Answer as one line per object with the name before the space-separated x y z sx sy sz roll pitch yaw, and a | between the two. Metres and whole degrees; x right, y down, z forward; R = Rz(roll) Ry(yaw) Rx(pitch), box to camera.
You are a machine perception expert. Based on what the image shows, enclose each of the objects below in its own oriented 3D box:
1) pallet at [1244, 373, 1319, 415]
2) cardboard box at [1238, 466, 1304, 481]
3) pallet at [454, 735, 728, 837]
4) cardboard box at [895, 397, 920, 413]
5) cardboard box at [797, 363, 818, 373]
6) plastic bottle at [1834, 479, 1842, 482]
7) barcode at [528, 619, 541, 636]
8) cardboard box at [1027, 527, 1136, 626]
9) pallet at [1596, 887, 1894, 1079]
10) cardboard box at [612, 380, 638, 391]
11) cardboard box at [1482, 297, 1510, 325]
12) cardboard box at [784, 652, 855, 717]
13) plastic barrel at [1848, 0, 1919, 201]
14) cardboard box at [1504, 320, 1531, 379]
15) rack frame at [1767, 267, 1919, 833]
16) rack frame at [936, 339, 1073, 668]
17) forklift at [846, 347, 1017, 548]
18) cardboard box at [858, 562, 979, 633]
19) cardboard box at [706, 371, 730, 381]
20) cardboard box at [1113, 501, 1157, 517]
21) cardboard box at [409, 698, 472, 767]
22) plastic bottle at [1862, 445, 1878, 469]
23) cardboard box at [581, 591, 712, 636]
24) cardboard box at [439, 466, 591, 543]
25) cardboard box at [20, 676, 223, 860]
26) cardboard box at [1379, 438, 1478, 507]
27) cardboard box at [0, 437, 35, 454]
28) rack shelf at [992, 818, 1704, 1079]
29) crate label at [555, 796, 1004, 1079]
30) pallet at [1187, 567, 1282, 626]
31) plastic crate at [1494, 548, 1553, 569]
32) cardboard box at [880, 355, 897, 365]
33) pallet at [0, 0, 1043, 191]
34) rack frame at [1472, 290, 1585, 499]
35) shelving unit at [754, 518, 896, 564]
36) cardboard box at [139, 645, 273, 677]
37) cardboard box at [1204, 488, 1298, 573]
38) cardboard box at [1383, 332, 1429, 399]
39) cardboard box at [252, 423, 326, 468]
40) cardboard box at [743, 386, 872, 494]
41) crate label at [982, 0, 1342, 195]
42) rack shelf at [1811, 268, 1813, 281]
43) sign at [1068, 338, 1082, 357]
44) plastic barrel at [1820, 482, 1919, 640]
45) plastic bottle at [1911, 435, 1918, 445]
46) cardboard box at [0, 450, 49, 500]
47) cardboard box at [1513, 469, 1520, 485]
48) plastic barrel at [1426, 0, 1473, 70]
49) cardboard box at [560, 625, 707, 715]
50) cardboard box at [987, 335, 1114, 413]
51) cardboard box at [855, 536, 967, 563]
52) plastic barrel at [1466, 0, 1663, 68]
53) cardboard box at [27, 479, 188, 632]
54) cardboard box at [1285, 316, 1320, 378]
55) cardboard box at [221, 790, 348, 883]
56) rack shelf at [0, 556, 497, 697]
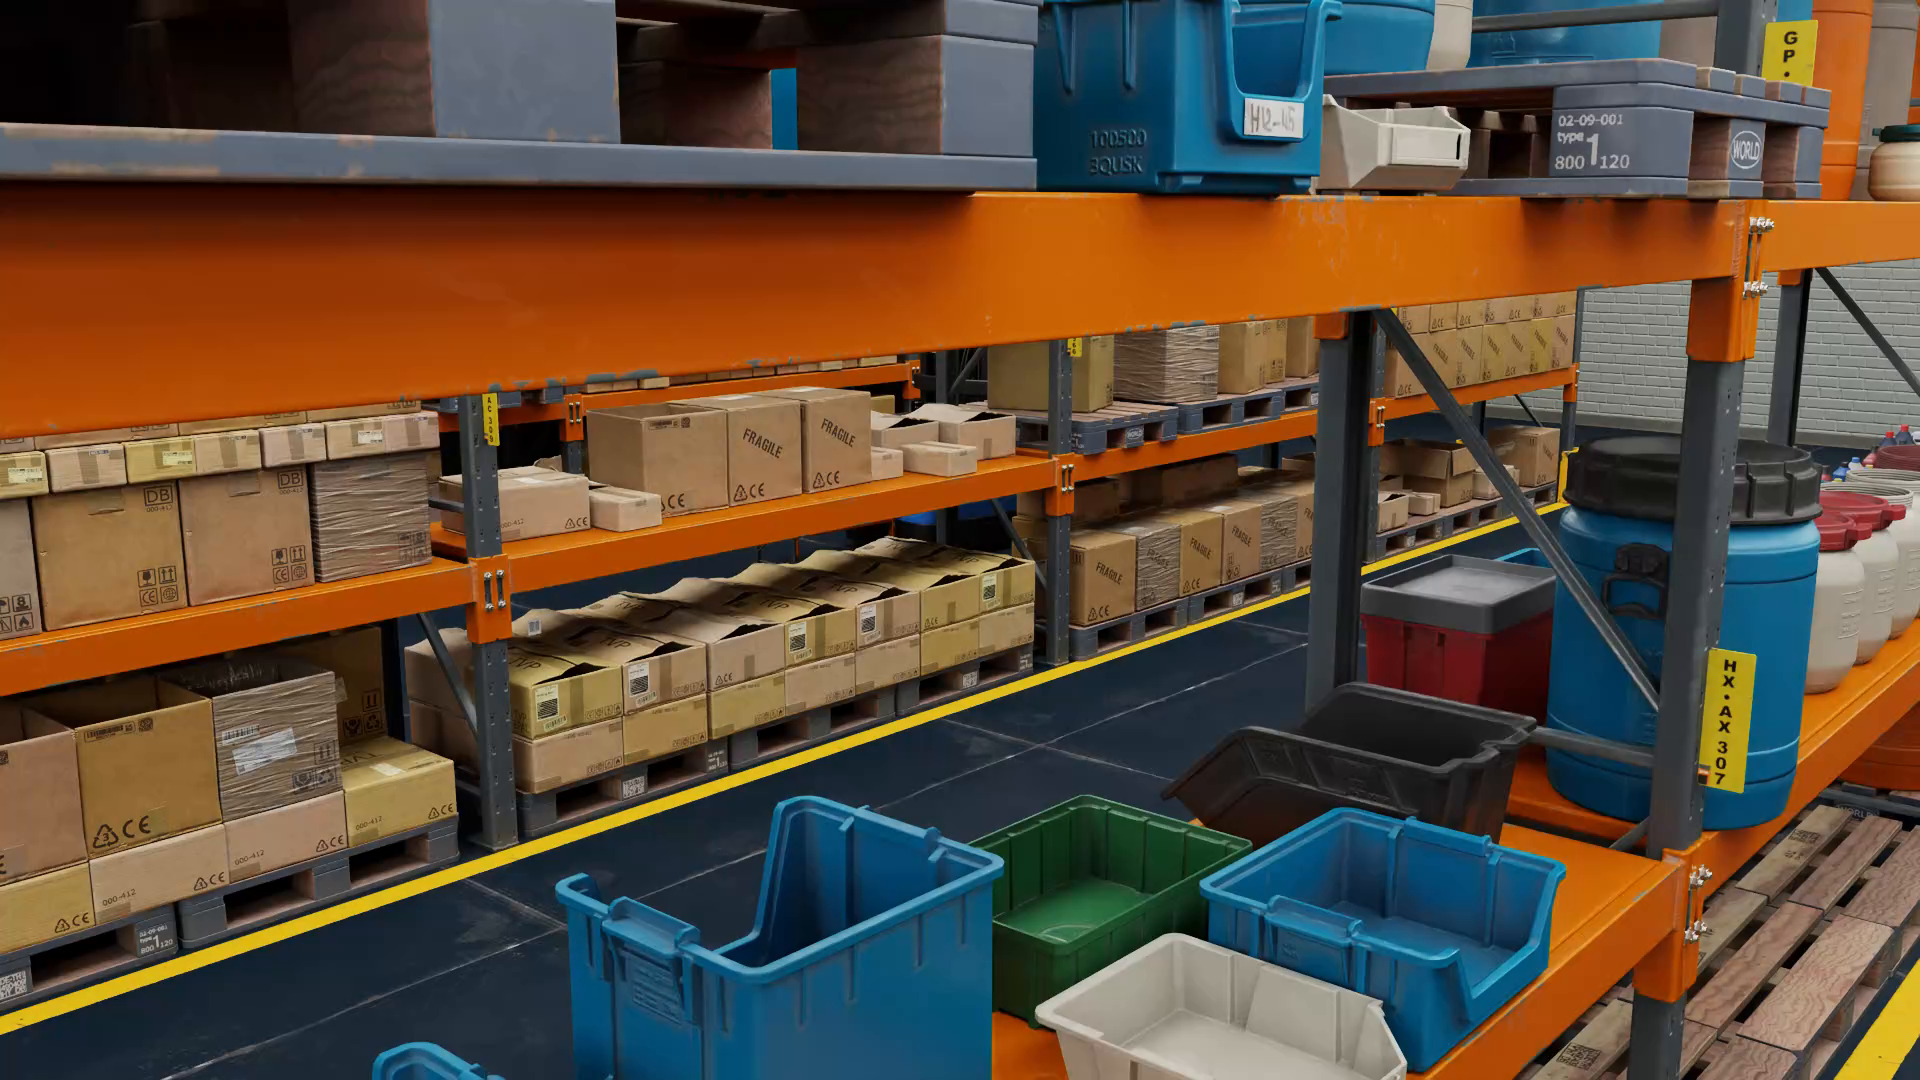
pallet | 2.293 -1.146 12.782 1.003 0.211 1.213 10 15 40
cardboard box | 2.400 -0.294 13.284 0.500 0.500 0.500 9 14 38
pallet | -1.922 1.087 8.229 1.003 0.211 1.213 10 15 40
cardboard box | -0.495 -1.383 17.131 0.380 0.149 0.250 10 15 40
cardboard box | -1.527 -1.638 15.343 0.380 0.149 0.250 10 15 40
plastic bottle | 4.233 -0.195 8.034 0.097 0.201 0.097 0 11 0
barcode | -1.897 0.389 7.414 0.001 0.075 0.075 10 15 40
cardboard box | 0.777 0.225 10.687 0.500 0.500 0.500 11 15 43
pallet | 2.634 1.541 5.958 1.003 0.211 1.213 10 15 40
cardboard box | -2.898 -1.336 13.834 0.380 0.149 0.250 10 15 41
cardboard box | 4.445 -2.144 14.478 0.500 0.500 0.500 10 15 42
cardboard box | -0.912 0.722 8.886 0.500 0.250 0.500 10 15 41
plastic barrel | 3.275 -1.738 6.318 0.600 0.901 0.600 0 11 0
cardboard box | 4.778 -1.731 14.963 0.500 0.500 0.500 10 15 41
rack frame | 3.980 -0.114 7.125 1.000 3.000 0.127 10 15 40
rack frame | 0.262 -0.755 10.335 1.000 3.000 0.127 10 15 40
forklift | 0.451 -1.523 14.354 3.031 2.935 1.130 -11 16 -43
cardboard box | -0.237 0.298 9.576 0.500 0.311 0.500 9 15 39
cardboard box | -2.242 -1.493 14.620 0.380 0.149 0.250 10 15 41
cardboard box | 1.045 0.011 11.758 0.500 0.500 0.500 9 14 38
cardboard box | -2.323 0.877 8.109 0.500 0.250 0.500 10 15 40
plastic bottle | 4.681 -0.340 8.553 0.061 0.283 0.133 10 15 40
cardboard box | -1.657 0.453 8.799 0.500 0.311 0.500 10 15 40
cardboard box | -2.086 -0.171 7.794 0.500 0.250 0.500 11 16 44
cardboard box | -3.187 0.850 6.328 0.500 0.500 0.500 10 15 40
cardboard box | 4.139 -0.612 14.870 0.797 0.503 0.637 10 15 40
cardboard box | -3.661 -0.564 5.811 0.700 0.500 0.500 10 15 40
rack shelf | 0.019 1.121 2.776 1.077 0.370 4.000 10 15 40
crate label | -0.289 0.740 2.760 0.502 0.435 0.616 10 15 40
pallet | 1.588 0.329 12.028 1.003 0.211 1.213 10 15 40
plastic crate | 1.834 0.279 5.194 0.392 0.384 0.575 10 15 40
cardboard box | -0.832 -1.784 16.075 0.380 0.149 0.250 10 15 41
pallet | -0.681 -0.425 1.503 1.003 0.211 1.213 10 15 40
rack frame | 5.543 -1.932 16.228 1.000 3.000 0.127 10 15 40
shelving unit | -1.061 -0.356 13.120 1.048 1.125 0.538 -11 16 -43
cardboard box | -3.244 0.710 7.031 0.500 0.500 0.500 10 15 40
cardboard box | 2.128 -0.079 12.206 0.500 0.500 0.500 10 15 41
cardboard box | 3.443 -1.433 13.470 0.500 0.500 0.500 10 15 42
cardboard box | -2.733 -0.391 6.600 0.380 0.149 0.250 9 15 39
cardboard box | -0.834 -0.555 9.078 0.500 0.500 0.500 9 14 37
crate label | 0.183 -0.568 2.118 0.502 0.251 0.408 10 15 40
rack shelf | 5.300 -1.527 8.375 1.077 0.370 4.000 10 15 40
sign | 0.681 -1.252 9.864 0.100 0.325 0.005 10 15 40
plastic barrel | 3.183 0.072 5.908 0.421 0.512 0.421 0 11 0
plastic bottle | 5.167 -0.437 9.070 0.097 0.271 0.097 0 11 0
cardboard box | -3.410 -0.240 5.844 0.380 0.149 0.250 10 15 42
cardboard box | 5.034 -0.599 15.662 0.380 0.166 0.250 10 15 40
plastic barrel | 0.908 -1.220 3.643 0.421 0.512 0.421 0 11 0
cardboard box | -1.584 0.599 8.070 0.500 0.311 0.500 10 15 40
cardboard box | 0.593 -1.118 10.821 0.700 0.500 0.500 4 12 21
cardboard box | -0.305 0.151 10.312 0.500 0.311 0.500 10 15 42
plastic barrel | 1.512 -1.346 4.351 0.600 0.901 0.708 10 15 40
cardboard box | -3.344 0.002 6.288 0.700 0.500 0.500 10 15 41
cardboard box | 2.421 -1.558 13.026 0.700 0.500 0.500 4 12 21
cardboard box | -2.858 1.144 6.771 0.500 0.250 0.500 10 15 40
rack shelf | -3.699 0.480 5.985 1.077 0.370 4.000 10 15 40
